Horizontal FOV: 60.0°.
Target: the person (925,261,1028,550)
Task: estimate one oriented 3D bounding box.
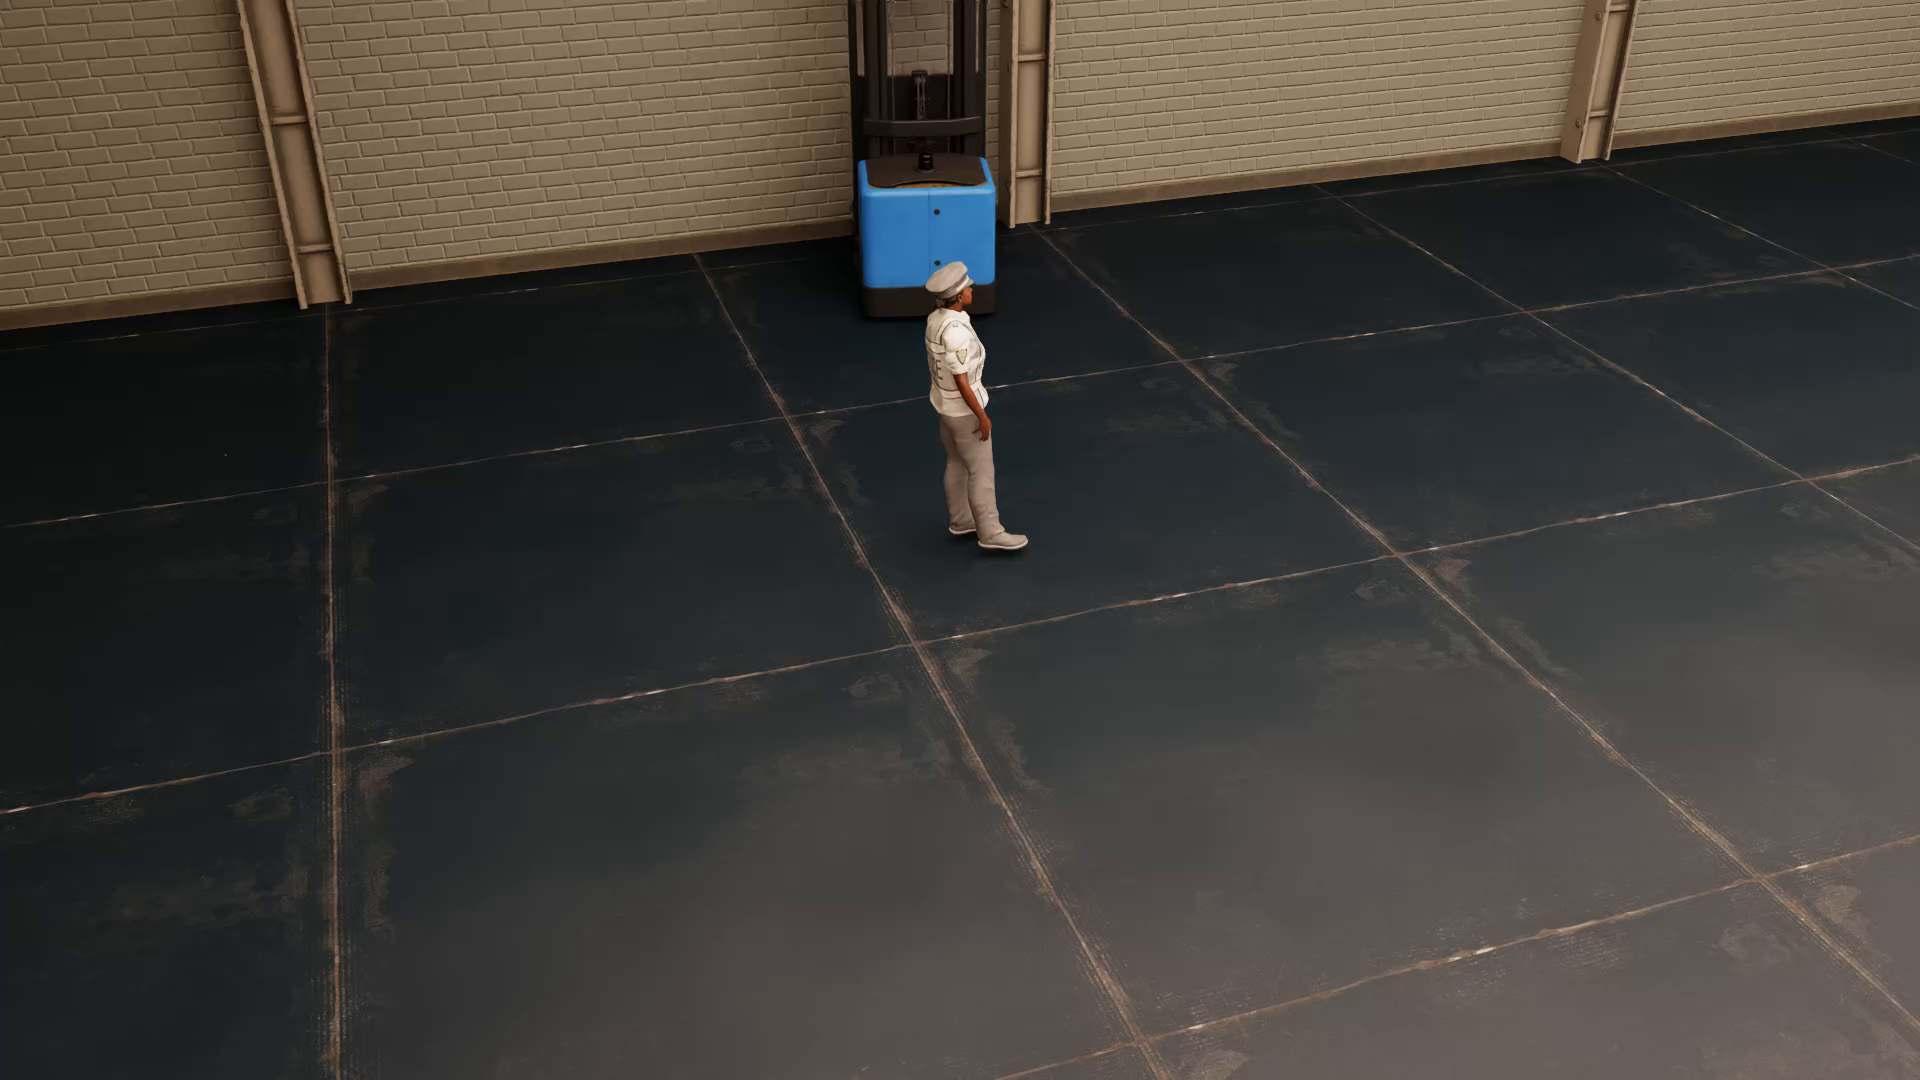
[{"bbox_3d":[0.077,-0.778,9.584,0.528,1.695,0.569,-10,31,-16],"label":"person"}]

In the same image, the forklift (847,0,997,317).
[{"bbox_3d":[-0.355,-3.701,13.519,1.130,2.935,3.031,-2,30,-4],"label":"forklift"}]
